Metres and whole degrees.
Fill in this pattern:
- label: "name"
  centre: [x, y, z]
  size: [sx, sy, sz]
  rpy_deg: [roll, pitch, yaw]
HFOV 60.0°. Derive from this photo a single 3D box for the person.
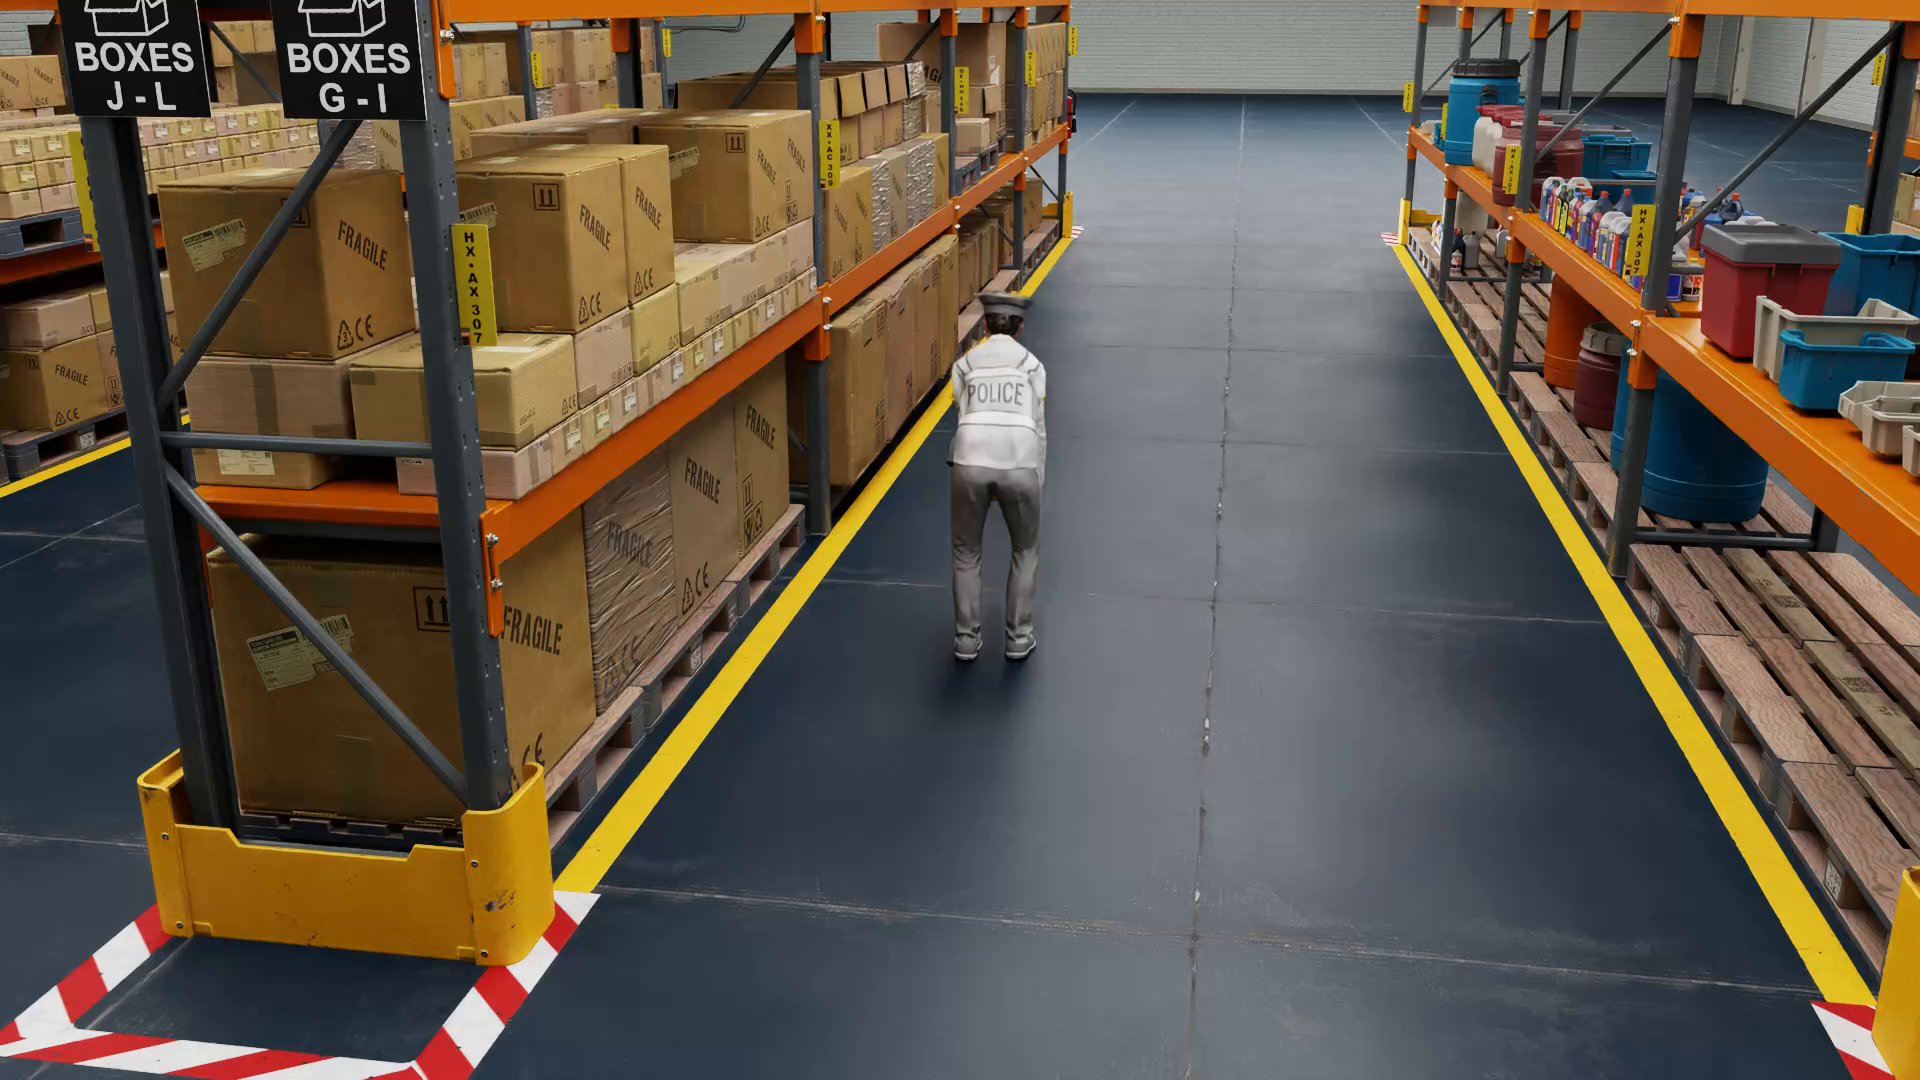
- label: "person"
  centre: [0.160, -0.272, 7.119]
  size: [0.405, 1.530, 0.686]
  rpy_deg: [3, 18, 8]
